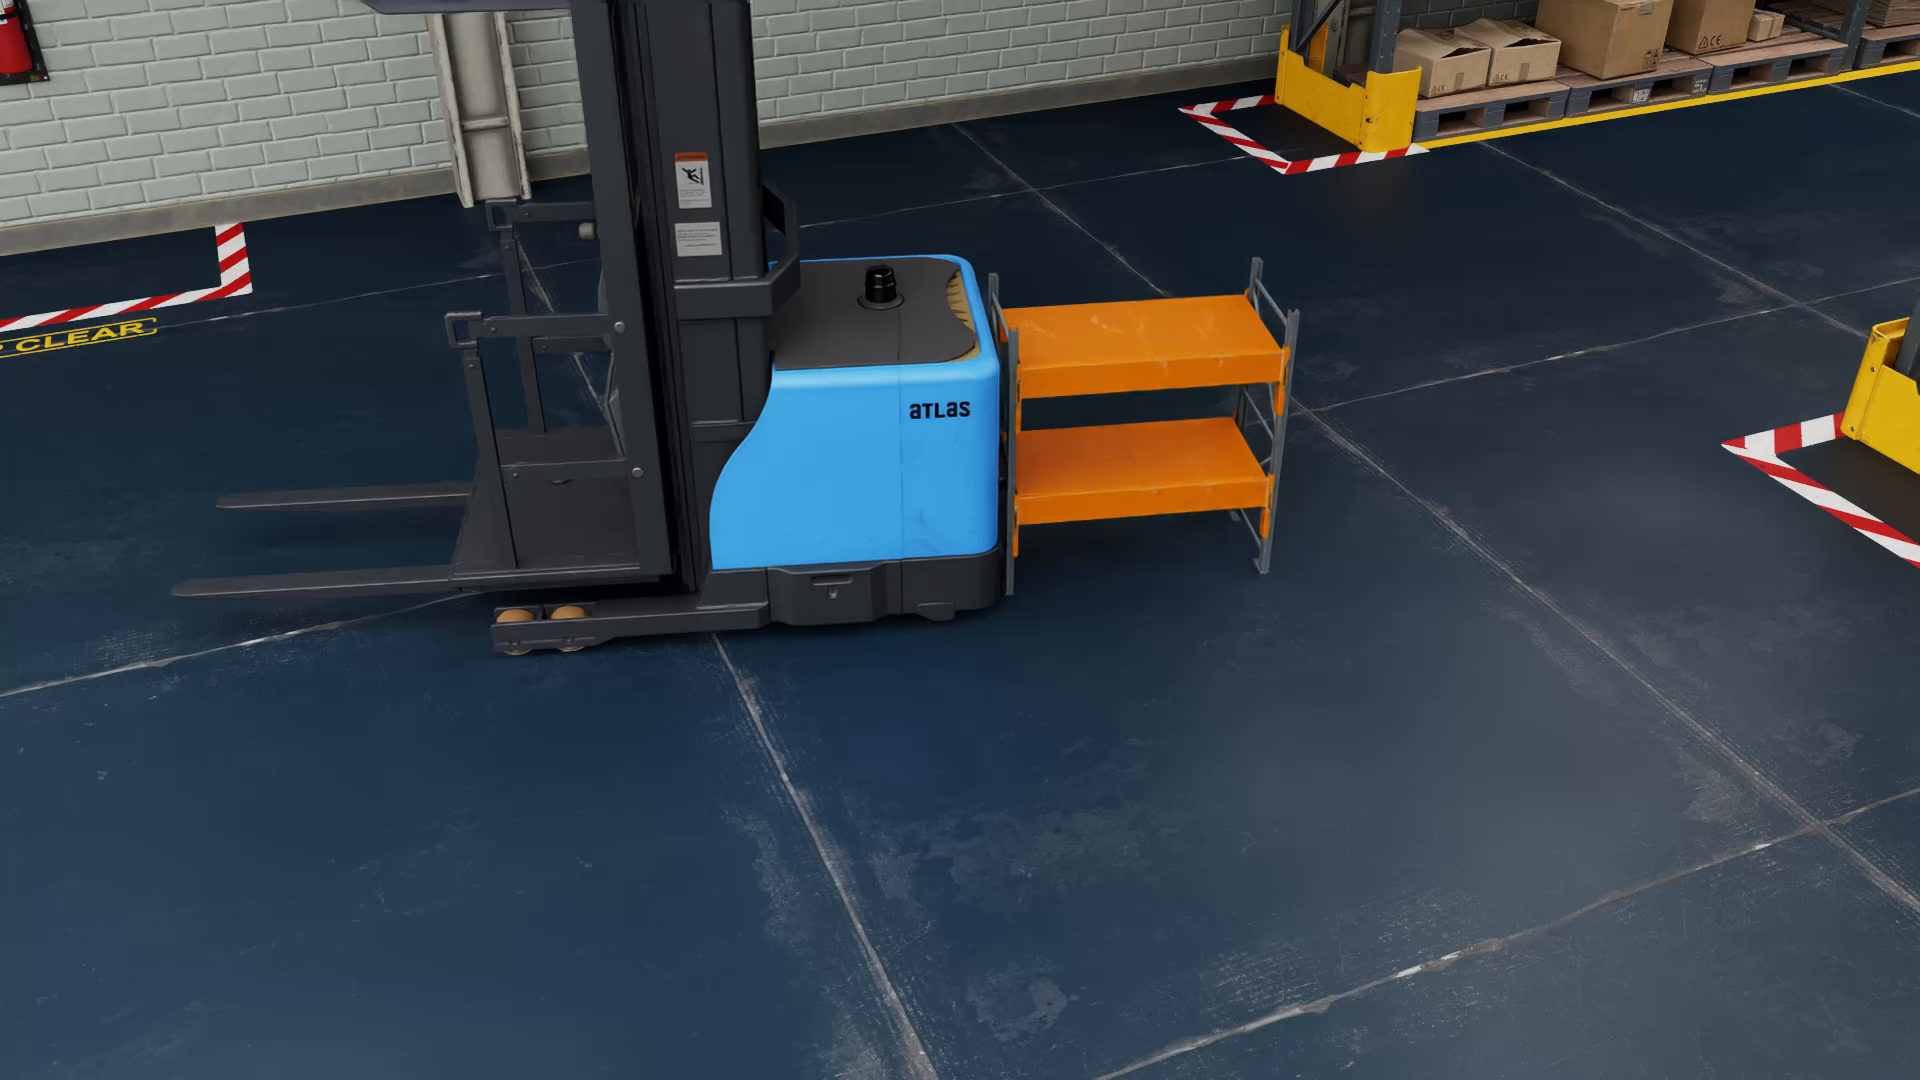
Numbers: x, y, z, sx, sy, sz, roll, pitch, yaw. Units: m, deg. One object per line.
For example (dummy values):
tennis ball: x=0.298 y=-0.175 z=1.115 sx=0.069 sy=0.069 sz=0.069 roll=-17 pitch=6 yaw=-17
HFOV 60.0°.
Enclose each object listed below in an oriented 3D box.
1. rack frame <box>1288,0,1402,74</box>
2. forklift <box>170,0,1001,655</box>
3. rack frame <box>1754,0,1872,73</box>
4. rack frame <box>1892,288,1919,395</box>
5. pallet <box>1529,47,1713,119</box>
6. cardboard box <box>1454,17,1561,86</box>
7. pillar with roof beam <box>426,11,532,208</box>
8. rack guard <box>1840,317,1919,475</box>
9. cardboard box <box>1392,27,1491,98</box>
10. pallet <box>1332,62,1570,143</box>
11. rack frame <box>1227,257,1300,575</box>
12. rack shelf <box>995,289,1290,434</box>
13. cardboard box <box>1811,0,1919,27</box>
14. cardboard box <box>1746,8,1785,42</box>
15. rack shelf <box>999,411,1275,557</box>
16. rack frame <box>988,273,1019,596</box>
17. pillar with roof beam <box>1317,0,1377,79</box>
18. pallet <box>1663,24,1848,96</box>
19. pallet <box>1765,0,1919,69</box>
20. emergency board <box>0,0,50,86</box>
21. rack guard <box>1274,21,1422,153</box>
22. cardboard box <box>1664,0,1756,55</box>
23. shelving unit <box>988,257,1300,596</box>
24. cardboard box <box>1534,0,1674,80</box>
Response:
rack frame: x=2.442 y=-4.005 z=10.155 sx=0.127 sy=3.000 sz=1.000 roll=-13 pitch=35 yaw=-19
forklift: x=-1.398 y=-1.111 z=5.771 sx=3.031 sy=2.935 sz=1.130 roll=-3 pitch=33 yaw=-5
rack frame: x=6.130 y=-4.849 z=11.453 sx=0.127 sy=3.000 sz=1.000 roll=-13 pitch=35 yaw=-19
rack frame: x=4.363 y=-1.515 z=6.328 sx=0.127 sy=3.000 sz=1.000 roll=-13 pitch=35 yaw=-19
pallet: x=4.398 y=-3.261 z=11.569 sx=1.213 sy=0.211 sz=1.003 roll=-13 pitch=35 yaw=-19
cardboard box: x=3.640 y=-3.284 z=11.108 sx=0.500 sy=0.311 sz=0.500 roll=-10 pitch=34 yaw=-15
pillar with roof beam: x=-1.113 y=-3.671 z=4.140 sx=0.400 sy=9.000 sz=9.100 roll=-13 pitch=35 yaw=-19
rack guard: x=4.341 y=-0.462 z=7.002 sx=0.348 sy=0.500 sz=1.175 roll=-13 pitch=35 yaw=-19
cardboard box: x=3.115 y=-3.163 z=10.923 sx=0.500 sy=0.311 sz=0.500 roll=-17 pitch=37 yaw=-24
pallet: x=3.275 y=-3.006 z=11.176 sx=1.213 sy=0.211 sz=1.003 roll=-13 pitch=35 yaw=-19
rack frame: x=1.163 y=-0.470 z=6.442 sx=0.032 sy=1.125 sz=0.500 roll=-4 pitch=33 yaw=-7
rack shelf: x=0.660 y=-0.677 z=6.223 sx=1.000 sy=0.278 sz=0.538 roll=-4 pitch=33 yaw=-7
cardboard box: x=6.802 y=-4.150 z=12.266 sx=0.500 sy=0.500 sz=0.700 roll=-12 pitch=35 yaw=-17
cardboard box: x=5.648 y=-3.718 z=11.909 sx=0.250 sy=0.166 sz=0.380 roll=-18 pitch=37 yaw=-25
rack shelf: x=0.660 y=-0.227 z=6.515 sx=1.000 sy=0.278 sz=0.538 roll=-4 pitch=33 yaw=-7
rack frame: x=0.157 y=-0.393 z=6.323 sx=0.032 sy=1.125 sz=0.500 roll=-4 pitch=33 yaw=-7
pillar with roof beam: x=4.419 y=-4.938 z=6.087 sx=0.400 sy=9.000 sz=9.100 roll=-13 pitch=35 yaw=-19
pallet: x=5.524 y=-3.521 z=11.968 sx=1.213 sy=0.211 sz=1.003 roll=-13 pitch=35 yaw=-19
pallet: x=6.847 y=-3.846 z=12.467 sx=1.213 sy=0.211 sz=1.003 roll=-13 pitch=35 yaw=-19
emergency board: x=-5.073 y=-2.818 z=8.331 sx=0.643 sy=1.169 sz=0.194 roll=-13 pitch=35 yaw=-19
rack guard: x=2.512 y=-2.973 z=10.861 sx=0.348 sy=0.500 sz=1.175 roll=-13 pitch=35 yaw=-19
cardboard box: x=5.188 y=-3.747 z=11.647 sx=0.500 sy=0.500 sz=0.500 roll=-16 pitch=36 yaw=-22
shelving unit: x=0.660 y=-0.432 z=6.382 sx=1.048 sy=1.125 sz=0.538 roll=-4 pitch=33 yaw=-7
cardboard box: x=4.336 y=-3.493 z=11.256 sx=0.500 sy=0.500 sz=0.700 roll=-15 pitch=36 yaw=-22
